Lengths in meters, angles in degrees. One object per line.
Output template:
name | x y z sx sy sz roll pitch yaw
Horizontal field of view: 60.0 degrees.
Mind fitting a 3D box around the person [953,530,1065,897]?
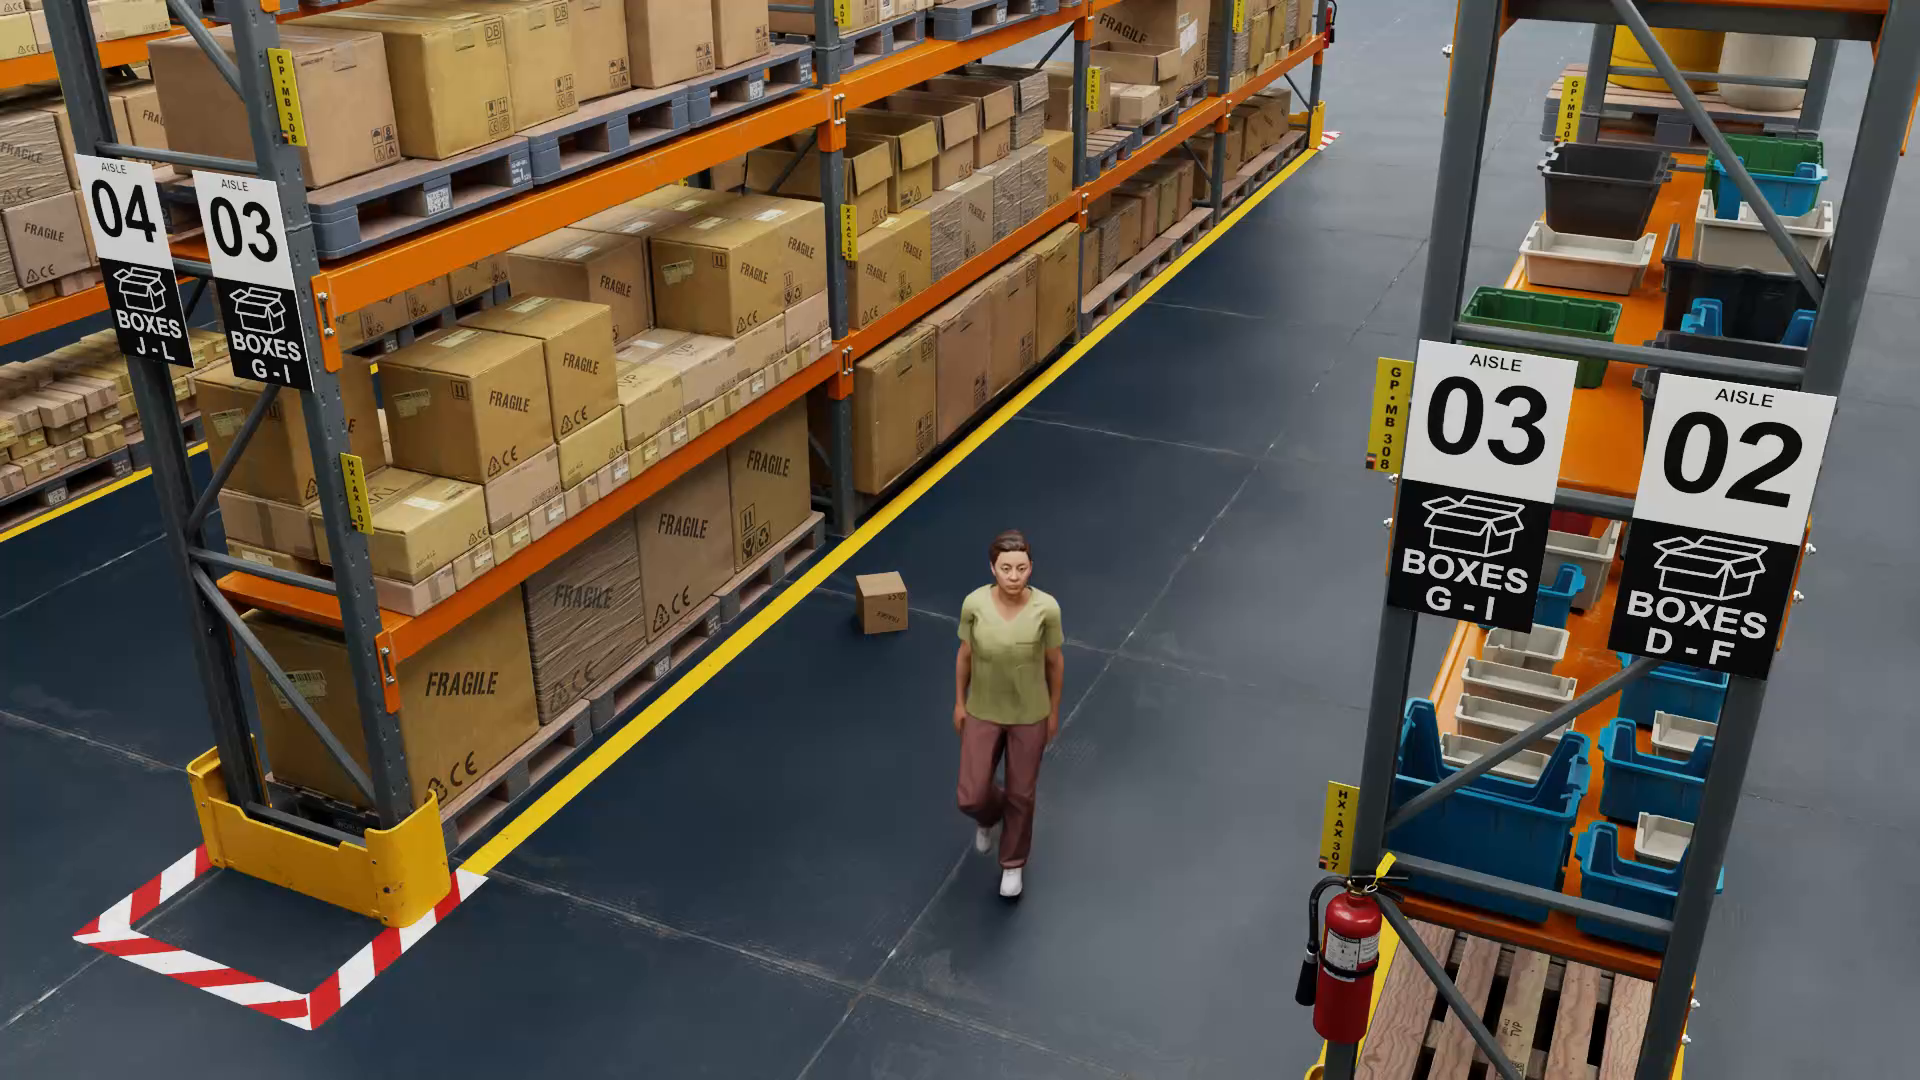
person | 0.200 0.737 7.061 0.468 1.668 0.487 3 26 5
